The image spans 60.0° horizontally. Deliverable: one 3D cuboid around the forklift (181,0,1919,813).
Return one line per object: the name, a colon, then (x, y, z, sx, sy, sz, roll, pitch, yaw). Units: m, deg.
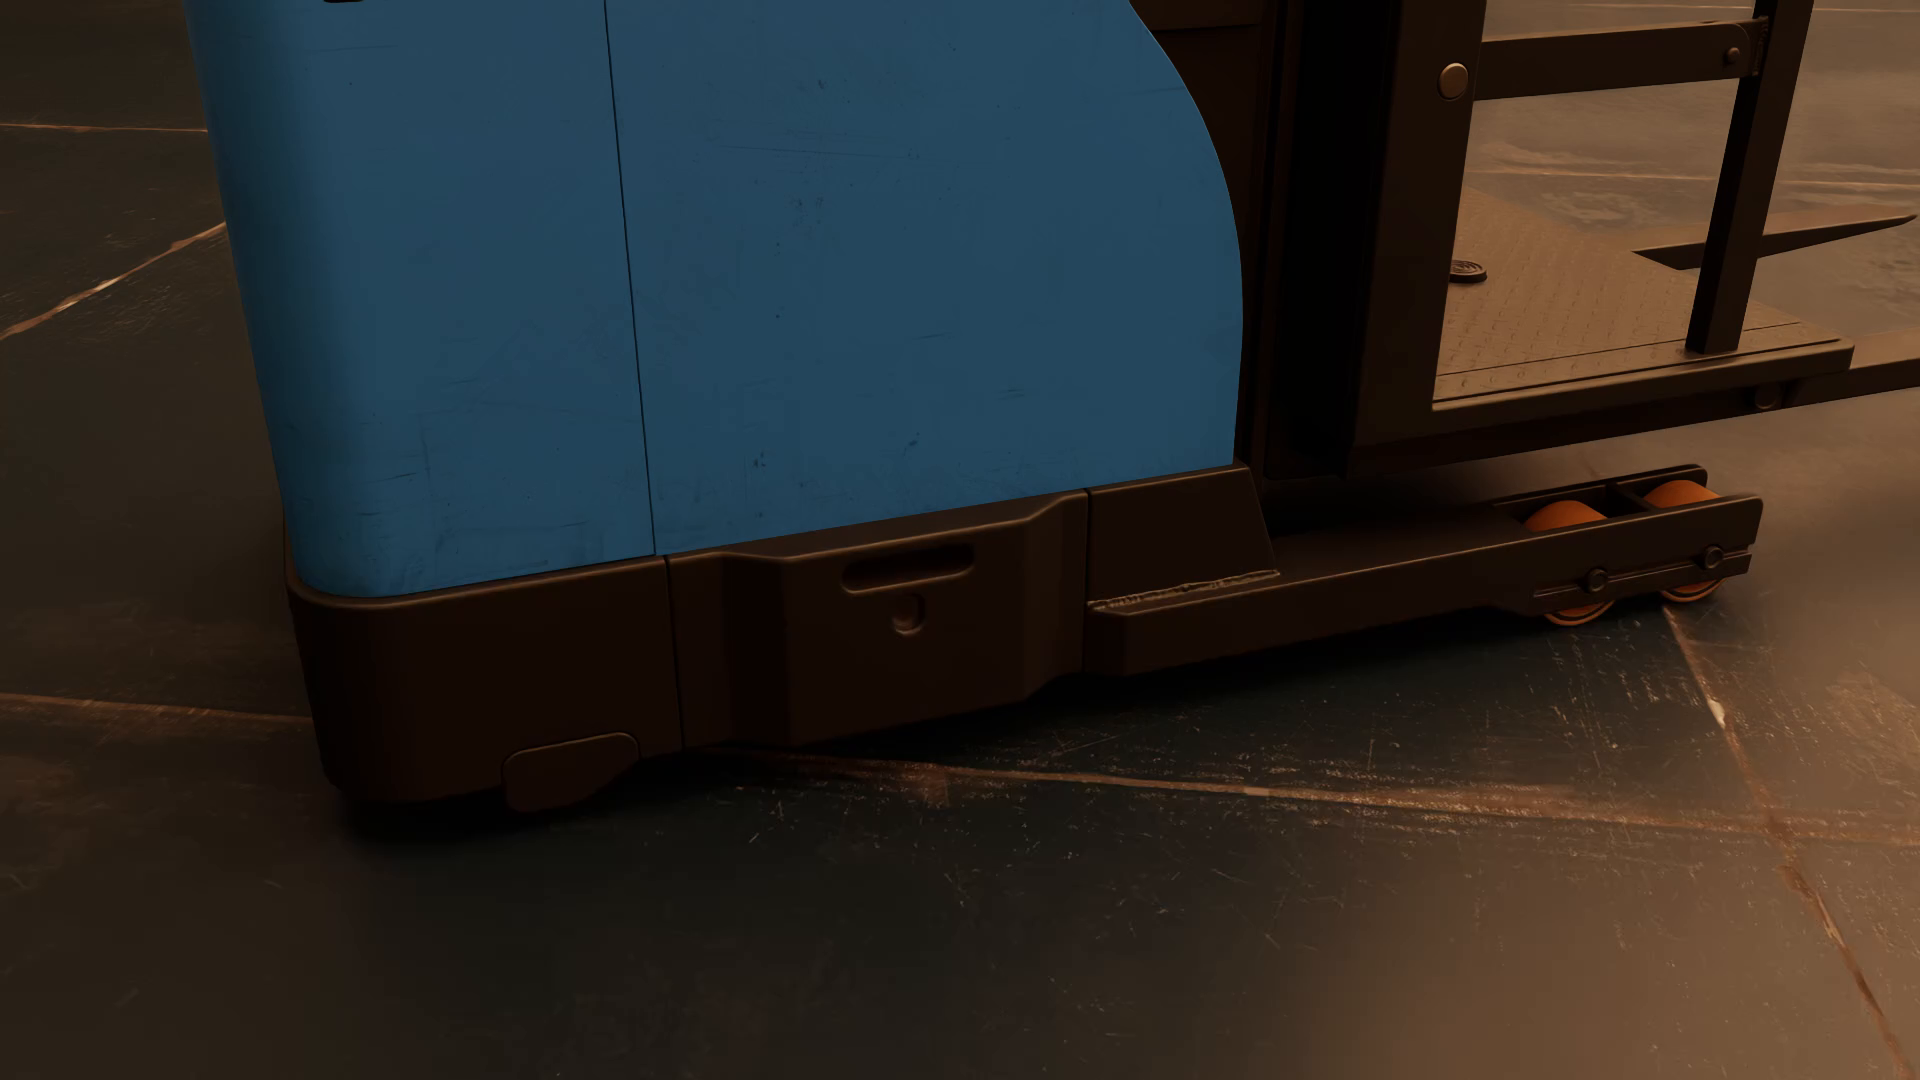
forklift: (0.572, -1.406, 2.035, 3.031, 2.935, 1.130, -9, 28, -18)
